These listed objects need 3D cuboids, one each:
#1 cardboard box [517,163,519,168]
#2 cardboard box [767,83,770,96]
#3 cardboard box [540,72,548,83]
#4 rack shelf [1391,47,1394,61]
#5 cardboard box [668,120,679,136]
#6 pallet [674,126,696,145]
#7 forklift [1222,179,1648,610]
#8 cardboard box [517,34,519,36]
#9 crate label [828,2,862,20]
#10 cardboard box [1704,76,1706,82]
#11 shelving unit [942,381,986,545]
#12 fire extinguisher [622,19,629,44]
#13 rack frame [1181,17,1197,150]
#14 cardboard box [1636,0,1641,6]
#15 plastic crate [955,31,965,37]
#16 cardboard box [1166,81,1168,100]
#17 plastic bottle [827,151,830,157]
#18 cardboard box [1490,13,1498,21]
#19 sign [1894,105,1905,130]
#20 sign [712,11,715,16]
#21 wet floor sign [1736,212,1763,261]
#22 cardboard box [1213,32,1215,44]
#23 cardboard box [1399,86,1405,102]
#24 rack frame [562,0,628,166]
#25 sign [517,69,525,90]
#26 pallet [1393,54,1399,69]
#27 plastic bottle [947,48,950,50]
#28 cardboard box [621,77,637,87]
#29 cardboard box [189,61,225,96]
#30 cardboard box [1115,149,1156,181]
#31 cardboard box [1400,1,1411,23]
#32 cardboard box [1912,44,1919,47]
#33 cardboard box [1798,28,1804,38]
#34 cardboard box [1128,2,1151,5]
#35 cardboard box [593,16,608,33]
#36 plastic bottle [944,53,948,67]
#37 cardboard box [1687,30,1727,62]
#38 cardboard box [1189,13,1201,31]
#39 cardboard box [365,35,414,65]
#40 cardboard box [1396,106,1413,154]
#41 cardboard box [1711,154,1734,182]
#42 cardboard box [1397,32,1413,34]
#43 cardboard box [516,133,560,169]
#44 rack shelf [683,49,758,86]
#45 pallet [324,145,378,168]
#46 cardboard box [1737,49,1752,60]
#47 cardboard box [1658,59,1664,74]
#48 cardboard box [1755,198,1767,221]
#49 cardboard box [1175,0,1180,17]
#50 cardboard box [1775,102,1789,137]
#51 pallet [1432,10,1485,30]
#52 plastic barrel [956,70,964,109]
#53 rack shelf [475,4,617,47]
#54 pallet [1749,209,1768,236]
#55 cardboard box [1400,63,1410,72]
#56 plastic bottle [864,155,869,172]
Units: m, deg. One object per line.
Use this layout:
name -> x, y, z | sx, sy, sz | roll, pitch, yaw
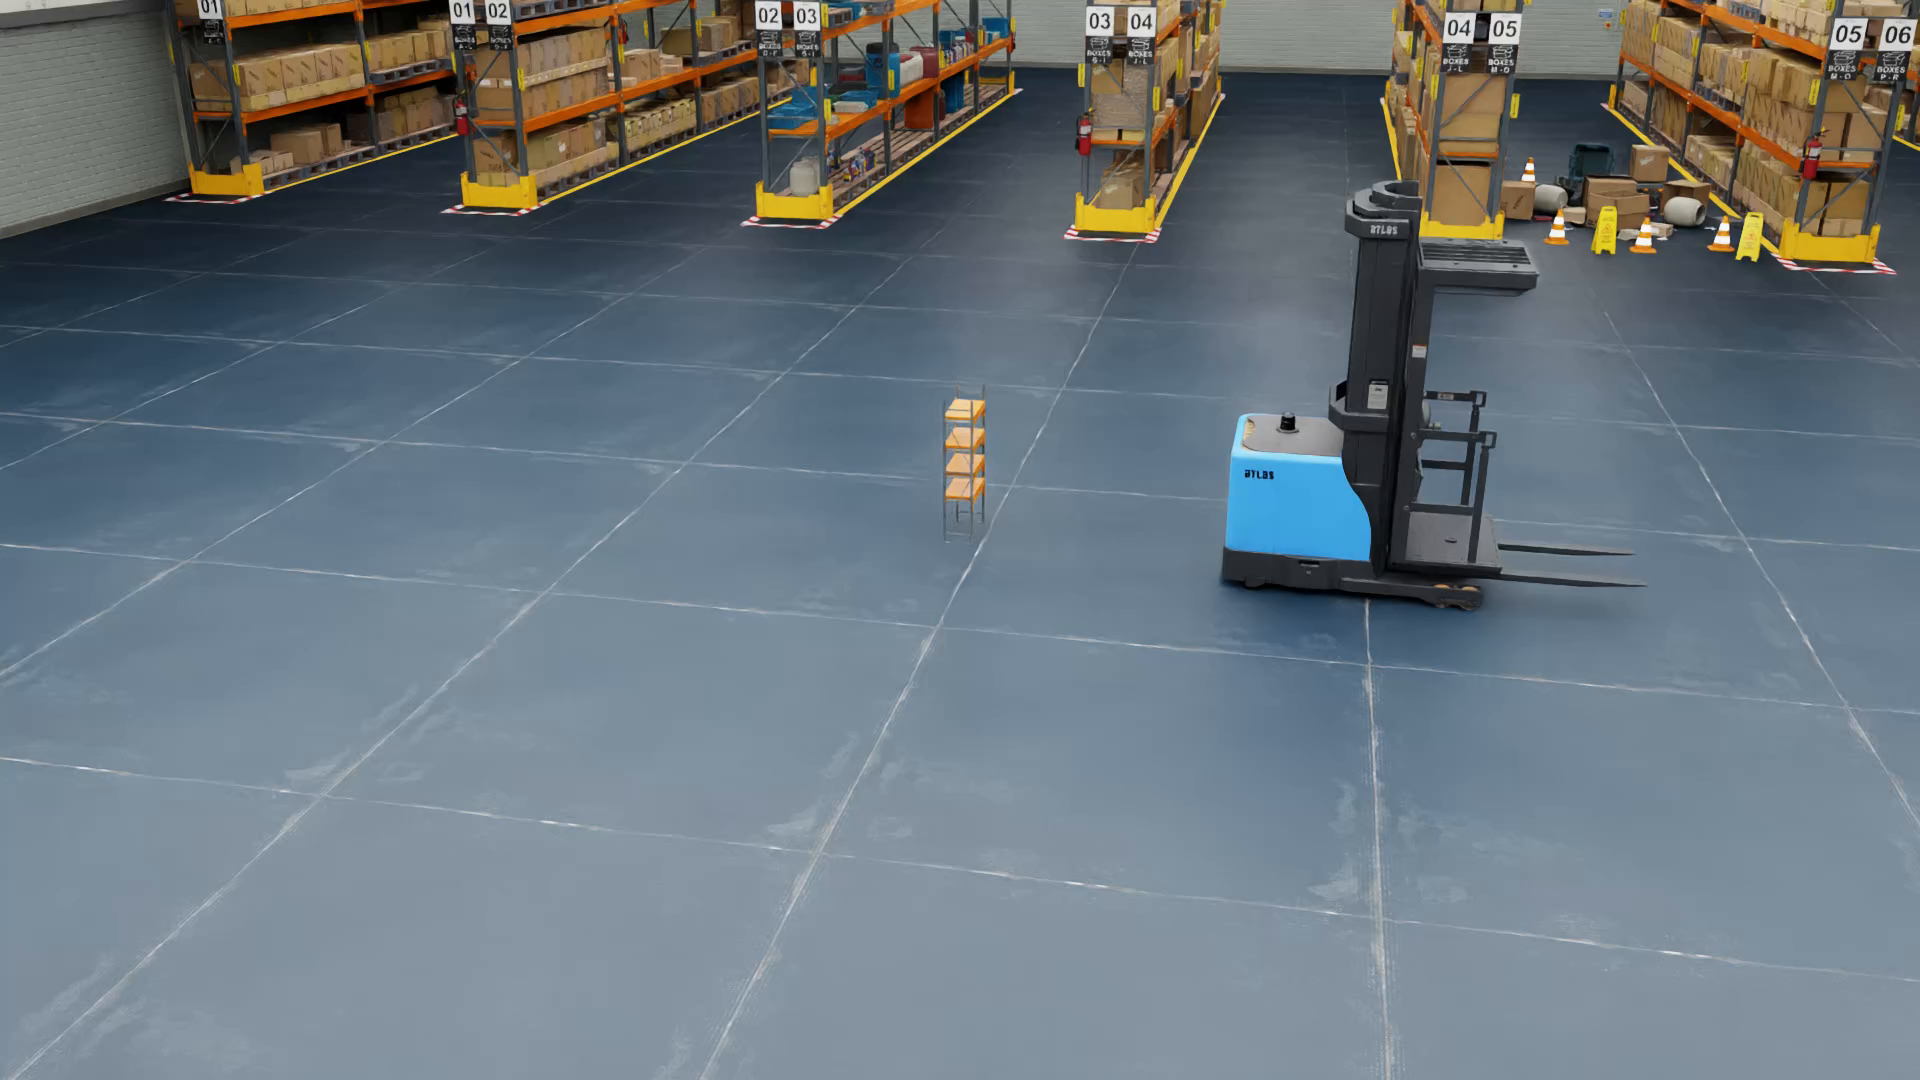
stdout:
cardboard box -> -7.478, -6.113, 27.667 | 0.500, 0.250, 0.500 | 4, 22, 11
cardboard box -> -4.643, -10.274, 37.890 | 0.500, 0.311, 0.500 | 4, 22, 11
cardboard box -> -6.941, -7.546, 27.103 | 0.380, 0.149, 0.250 | 4, 22, 10
rack shelf -> 10.000, -10.406, 36.171 | 1.077, 0.370, 4.000 | 4, 22, 11
cardboard box -> -5.832, -8.053, 32.483 | 0.500, 0.250, 0.500 | 5, 22, 12
pallet -> -5.962, -8.126, 33.278 | 1.003, 0.211, 1.213 | 4, 22, 11
forklift -> 3.546, -1.068, 12.113 | 3.031, 2.935, 1.130 | 5, 22, 11
cardboard box -> -9.940, -11.009, 36.144 | 0.500, 0.500, 0.500 | 5, 22, 12
crate label -> -1.835, -8.394, 26.396 | 0.502, 0.251, 0.408 | 4, 22, 11
cardboard box -> 13.303, -8.078, 29.201 | 0.380, 0.149, 0.250 | 3, 22, 8
shelving unit -> 0.034, -0.617, 13.310 | 0.258, 1.200, 0.503 | 4, 22, 11
fire extinguisher -> -8.492, -12.831, 41.830 | 0.296, 0.674, 0.183 | 4, 22, 11
rack frame -> 3.941, -8.961, 31.618 | 1.000, 3.000, 0.127 | 4, 22, 11
cardboard box -> 14.746, -11.548, 35.703 | 0.380, 0.149, 0.250 | 4, 22, 9
plastic crate -> 0.022, -11.558, 38.211 | 0.416, 0.233, 0.300 | 4, 22, 11
cardboard box -> 2.972, -7.522, 27.515 | 0.875, 0.500, 0.500 | 4, 22, 11
plastic bottle -> -2.295, -6.587, 28.682 | 0.144, 0.351, 0.185 | 5, 22, 12
cardboard box -> 7.527, -7.237, 22.963 | 0.380, 0.149, 0.250 | 5, 22, 11
sign -> 12.541, -5.640, 22.214 | 0.100, 0.325, 0.005 | 4, 22, 11
sign -> -5.473, -11.620, 37.063 | 0.100, 0.325, 0.005 | 4, 22, 11
wet floor sign -> 10.924, -4.200, 22.948 | 0.267, 0.644, 0.232 | 13, 25, 29
cardboard box -> 5.316, -11.015, 36.522 | 0.500, 0.250, 0.500 | 5, 22, 12
cardboard box -> 9.076, -8.947, 33.364 | 0.500, 0.250, 0.500 | 5, 22, 12
rack frame -> -6.572, -8.255, 29.865 | 1.000, 3.000, 0.127 | 4, 22, 11
sign -> -6.847, -7.185, 25.945 | 0.100, 0.325, 0.005 | 4, 22, 11
pallet -> 9.294, -9.651, 33.590 | 1.003, 0.211, 1.213 | 4, 22, 11
plastic bottle -> -0.234, -10.123, 34.677 | 0.097, 0.271, 0.097 | 0, 22, 0
cardboard box -> -6.192, -8.446, 30.677 | 0.380, 0.149, 0.250 | 4, 22, 11
cardboard box -> -12.351, -7.644, 27.519 | 0.500, 0.500, 0.500 | 4, 22, 10
cardboard box -> 2.894, -6.180, 27.497 | 0.500, 0.500, 0.500 | 12, 25, 28
cardboard box -> 9.523, -11.039, 34.908 | 0.500, 0.500, 0.500 | 4, 22, 9
cardboard box -> 19.386, -9.930, 33.828 | 0.500, 0.250, 0.500 | 4, 22, 11
cardboard box -> 12.098, -7.173, 23.499 | 0.380, 0.149, 0.250 | 4, 22, 9
cardboard box -> 2.669, -7.814, 24.423 | 0.380, 0.149, 0.250 | 4, 22, 10
cardboard box -> -9.206, -12.704, 40.512 | 0.980, 0.700, 0.700 | 4, 22, 10
plastic bottle -> -0.290, -9.717, 33.652 | 0.061, 0.283, 0.133 | 4, 22, 11
cardboard box -> 13.492, -8.925, 30.056 | 0.500, 0.500, 0.500 | 4, 22, 9
cardboard box -> 4.483, -10.451, 33.842 | 0.797, 0.503, 0.637 | 5, 22, 12
cardboard box -> -11.061, -9.512, 32.264 | 0.700, 0.500, 0.500 | 8, 23, 18
cardboard box -> 8.563, -7.481, 30.394 | 1.050, 0.750, 0.750 | 4, 22, 10
cardboard box -> 13.074, -6.174, 27.653 | 0.950, 0.372, 0.625 | 6, 23, 14
cardboard box -> 9.011, -10.151, 33.552 | 0.380, 0.149, 0.250 | 5, 22, 12
cardboard box -> -6.961, -6.421, 27.427 | 0.500, 0.500, 0.500 | 4, 22, 11
rack shelf -> -5.348, -10.115, 35.447 | 1.077, 0.370, 4.000 | 4, 22, 11
pallet -> -11.525, -7.089, 30.703 | 1.003, 0.211, 1.213 | 4, 22, 11
cardboard box -> 12.827, -7.862, 26.927 | 0.380, 0.149, 0.250 | 4, 22, 9
cardboard box -> 14.006, -9.269, 32.583 | 0.500, 0.250, 0.500 | 4, 22, 10
cardboard box -> 12.126, -4.896, 24.643 | 0.500, 0.250, 0.500 | 4, 22, 9
cardboard box -> 3.287, -8.633, 26.990 | 0.500, 0.250, 0.500 | 5, 23, 13
cardboard box -> 12.063, -6.049, 23.856 | 0.500, 0.500, 0.500 | 4, 22, 11
pallet -> 7.531, -7.690, 24.566 | 1.003, 0.211, 1.213 | 4, 22, 11
plastic barrel -> -0.219, -9.825, 36.011 | 0.600, 0.901, 0.708 | 4, 22, 11
rack shelf -> -6.981, -8.581, 27.622 | 1.077, 0.370, 4.000 | 4, 22, 11
pallet -> 12.477, -4.753, 24.904 | 1.003, 0.211, 1.213 | 4, 22, 11
cardboard box -> 8.427, -8.840, 31.091 | 0.380, 0.149, 0.250 | 5, 22, 12
plastic bottle -> -1.605, -6.429, 28.379 | 0.061, 0.283, 0.133 | 6, 23, 14
